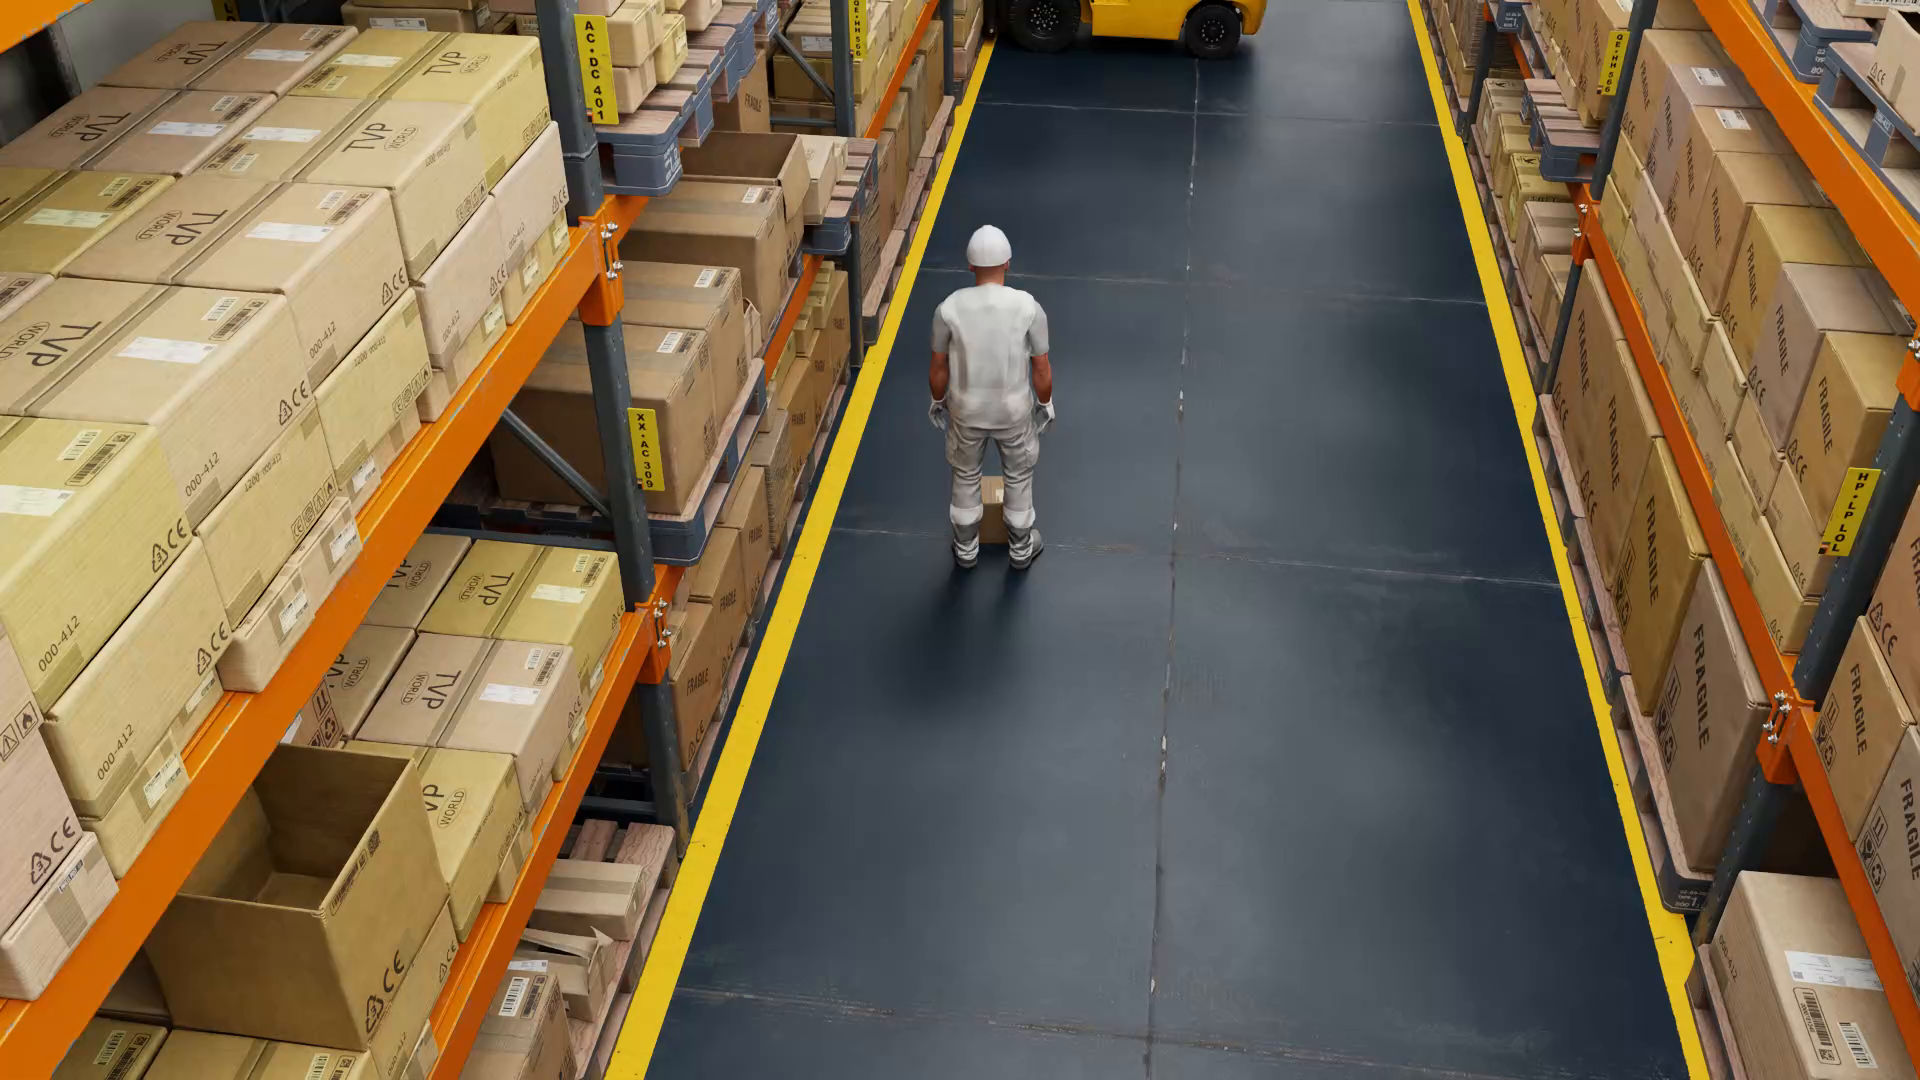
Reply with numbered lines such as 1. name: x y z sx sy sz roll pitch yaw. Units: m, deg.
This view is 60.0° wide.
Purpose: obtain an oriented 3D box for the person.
1. person: 0.150 -0.638 7.913 0.604 1.778 0.450 3 36 4
